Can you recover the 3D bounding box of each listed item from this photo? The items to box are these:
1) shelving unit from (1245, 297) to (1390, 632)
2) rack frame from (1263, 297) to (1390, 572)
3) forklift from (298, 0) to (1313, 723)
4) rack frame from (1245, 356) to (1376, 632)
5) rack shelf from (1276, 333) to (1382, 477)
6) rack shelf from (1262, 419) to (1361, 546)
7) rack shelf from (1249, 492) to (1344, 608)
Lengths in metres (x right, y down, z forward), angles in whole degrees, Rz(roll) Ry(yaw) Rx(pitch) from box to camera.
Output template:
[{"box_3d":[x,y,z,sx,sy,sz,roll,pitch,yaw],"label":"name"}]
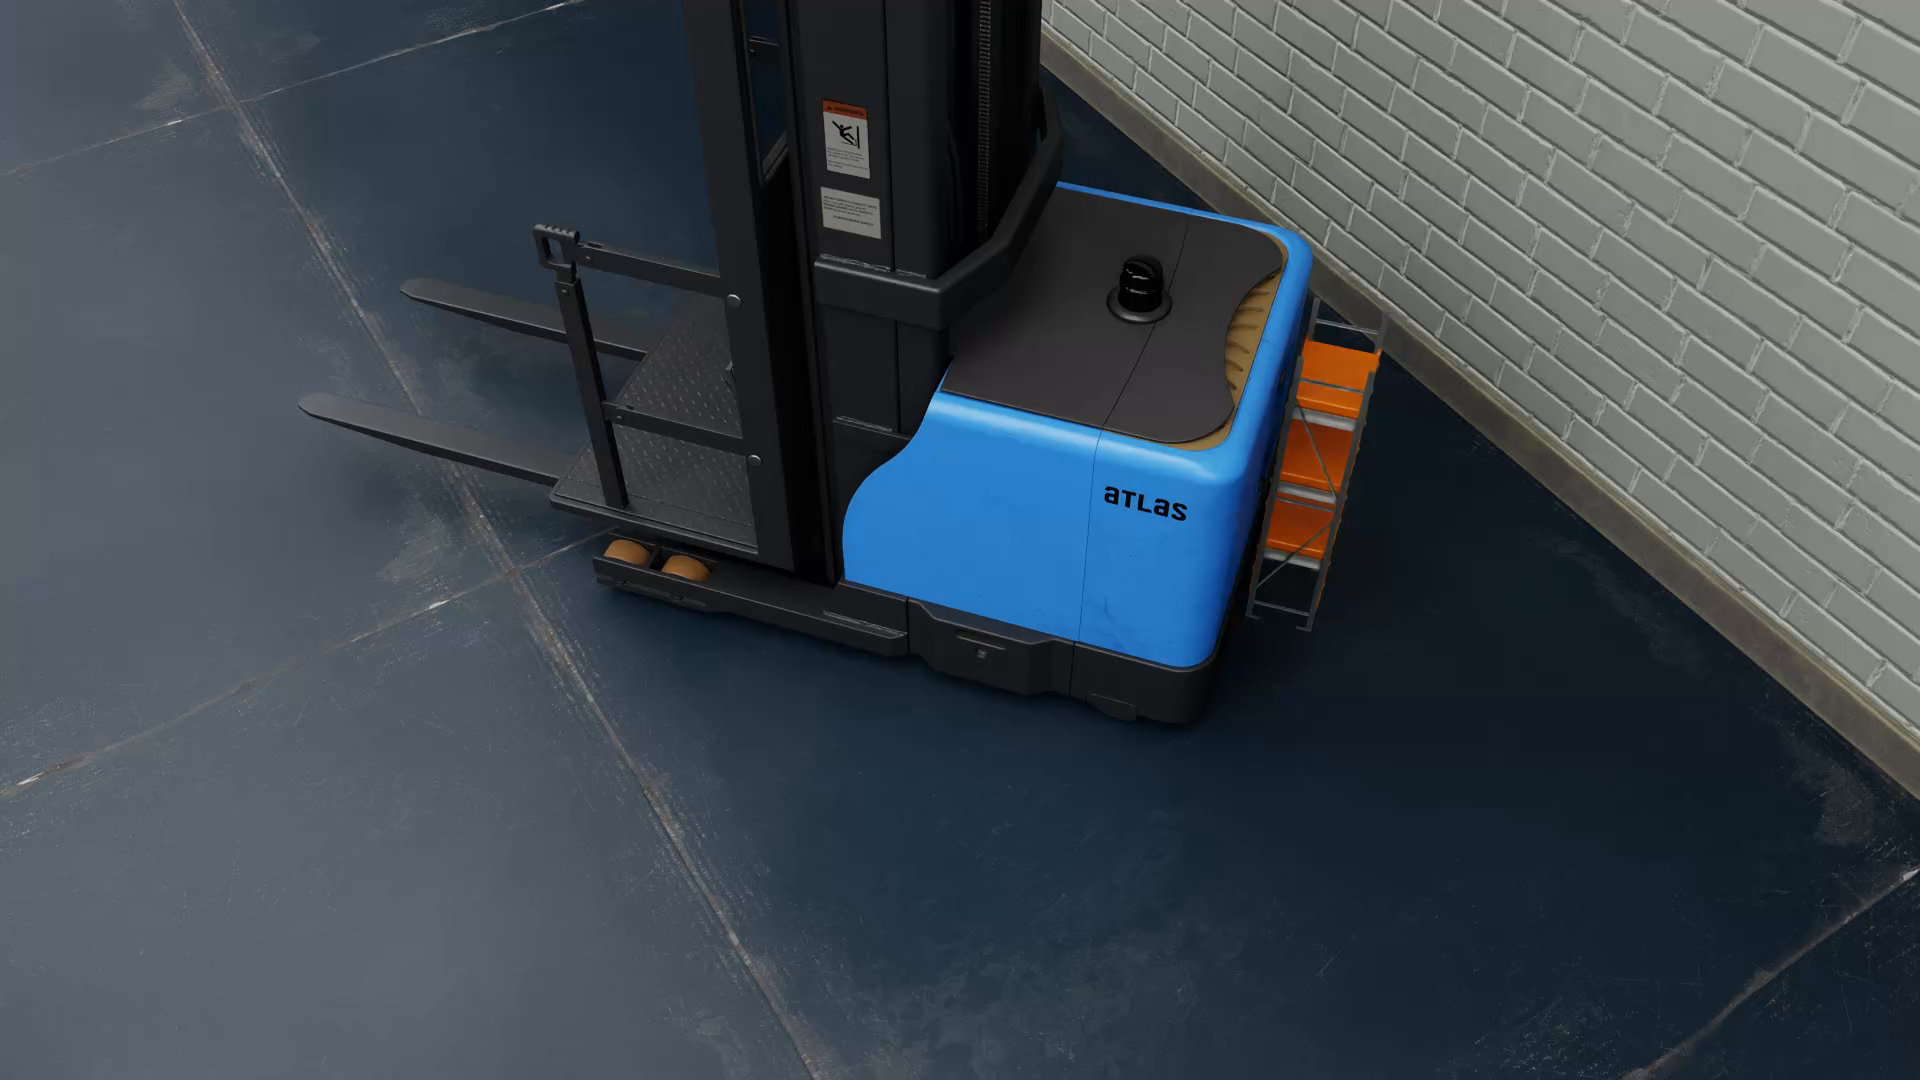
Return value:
[{"box_3d":[0.998,-0.184,4.711,0.215,1.050,0.252,14,50,12],"label":"shelving unit"},{"box_3d":[1.036,-0.270,4.788,0.200,1.050,0.008,14,50,12],"label":"rack frame"},{"box_3d":[-0.589,-1.126,4.290,3.031,2.935,1.130,14,50,12],"label":"forklift"},{"box_3d":[0.960,-0.097,4.634,0.200,1.050,0.008,14,50,12],"label":"rack frame"},{"box_3d":[0.998,-0.366,4.507,0.215,0.259,0.240,14,50,12],"label":"rack shelf"},{"box_3d":[0.998,-0.177,4.719,0.215,0.259,0.240,14,50,12],"label":"rack shelf"},{"box_3d":[0.998,0.008,4.926,0.215,0.259,0.240,14,50,12],"label":"rack shelf"}]
